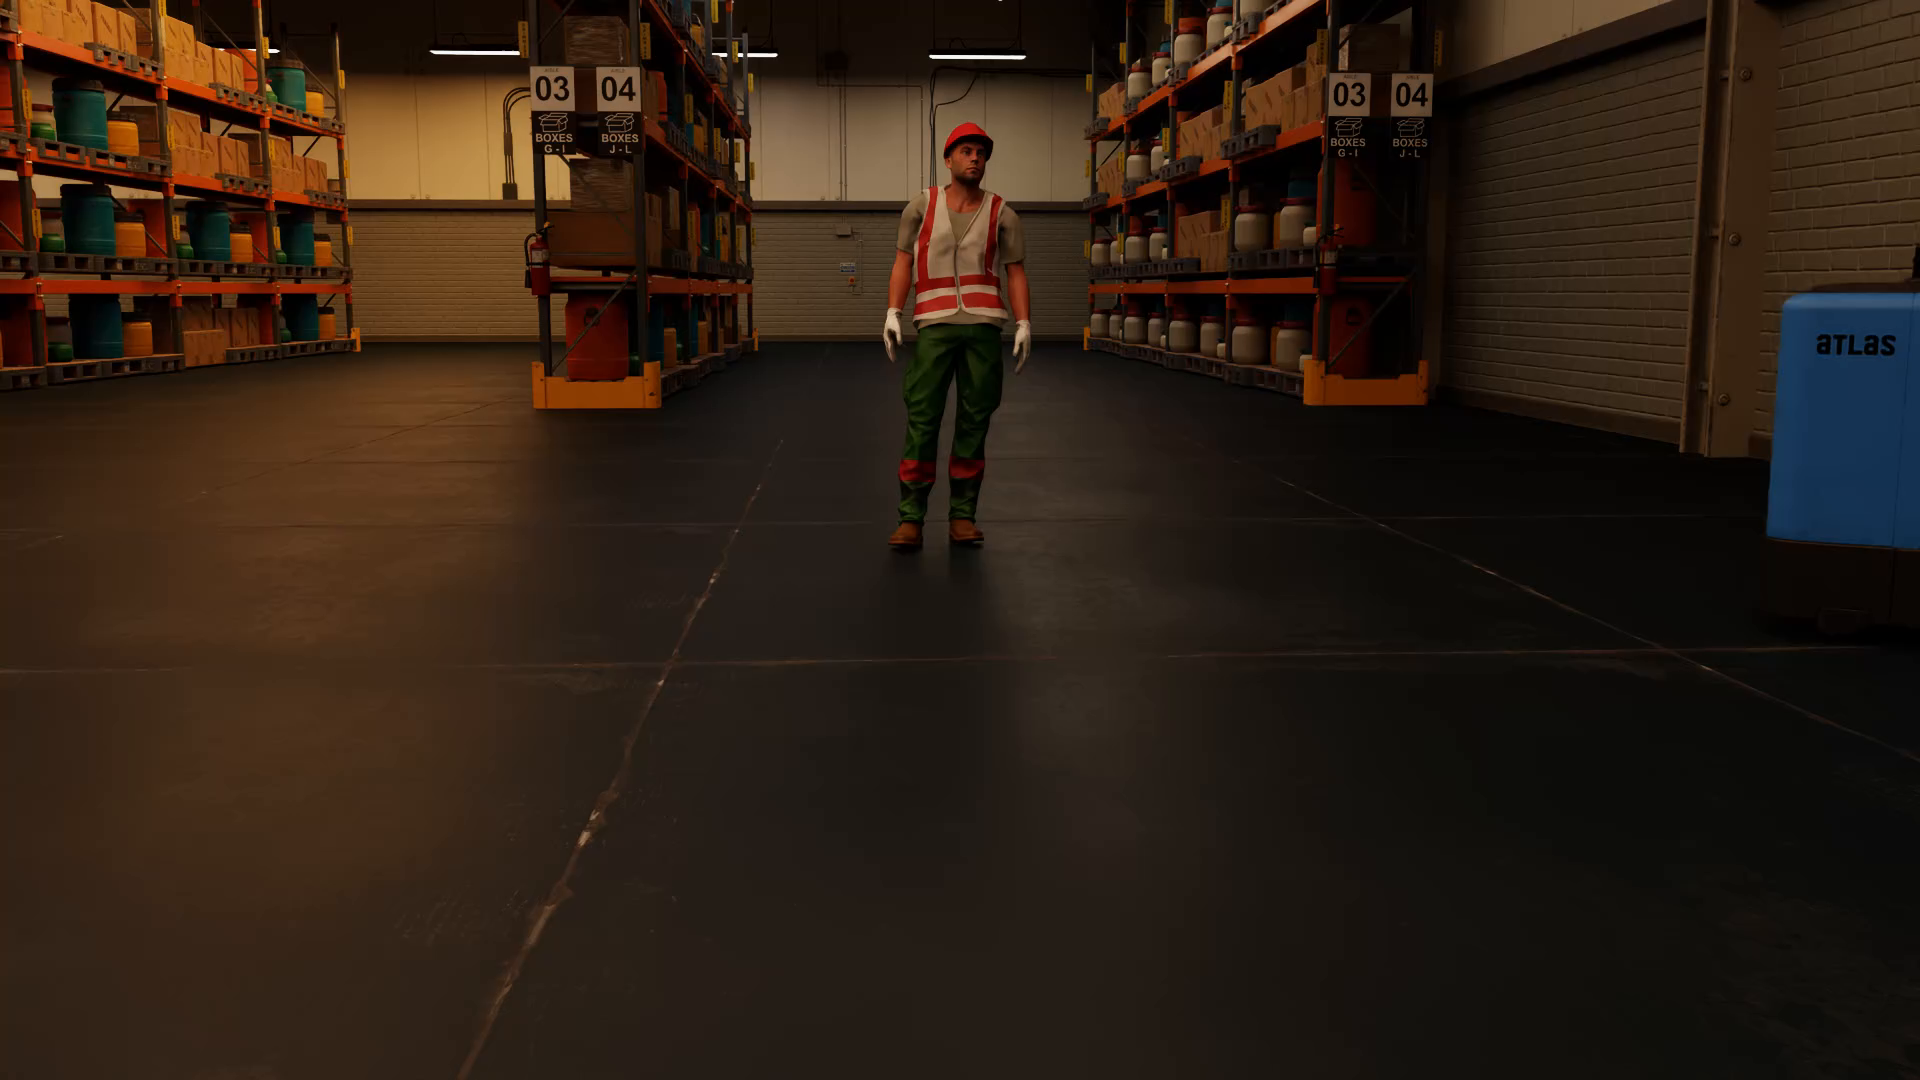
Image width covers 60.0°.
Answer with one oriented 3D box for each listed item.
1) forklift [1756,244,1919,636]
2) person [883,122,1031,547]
[{"bbox_3d":[4.064,-1.095,4.701,3.031,2.935,1.130,5,10,31],"label":"forklift"},{"bbox_3d":[-0.008,-0.881,7.098,0.637,1.787,0.564,-1,8,-4],"label":"person"}]
